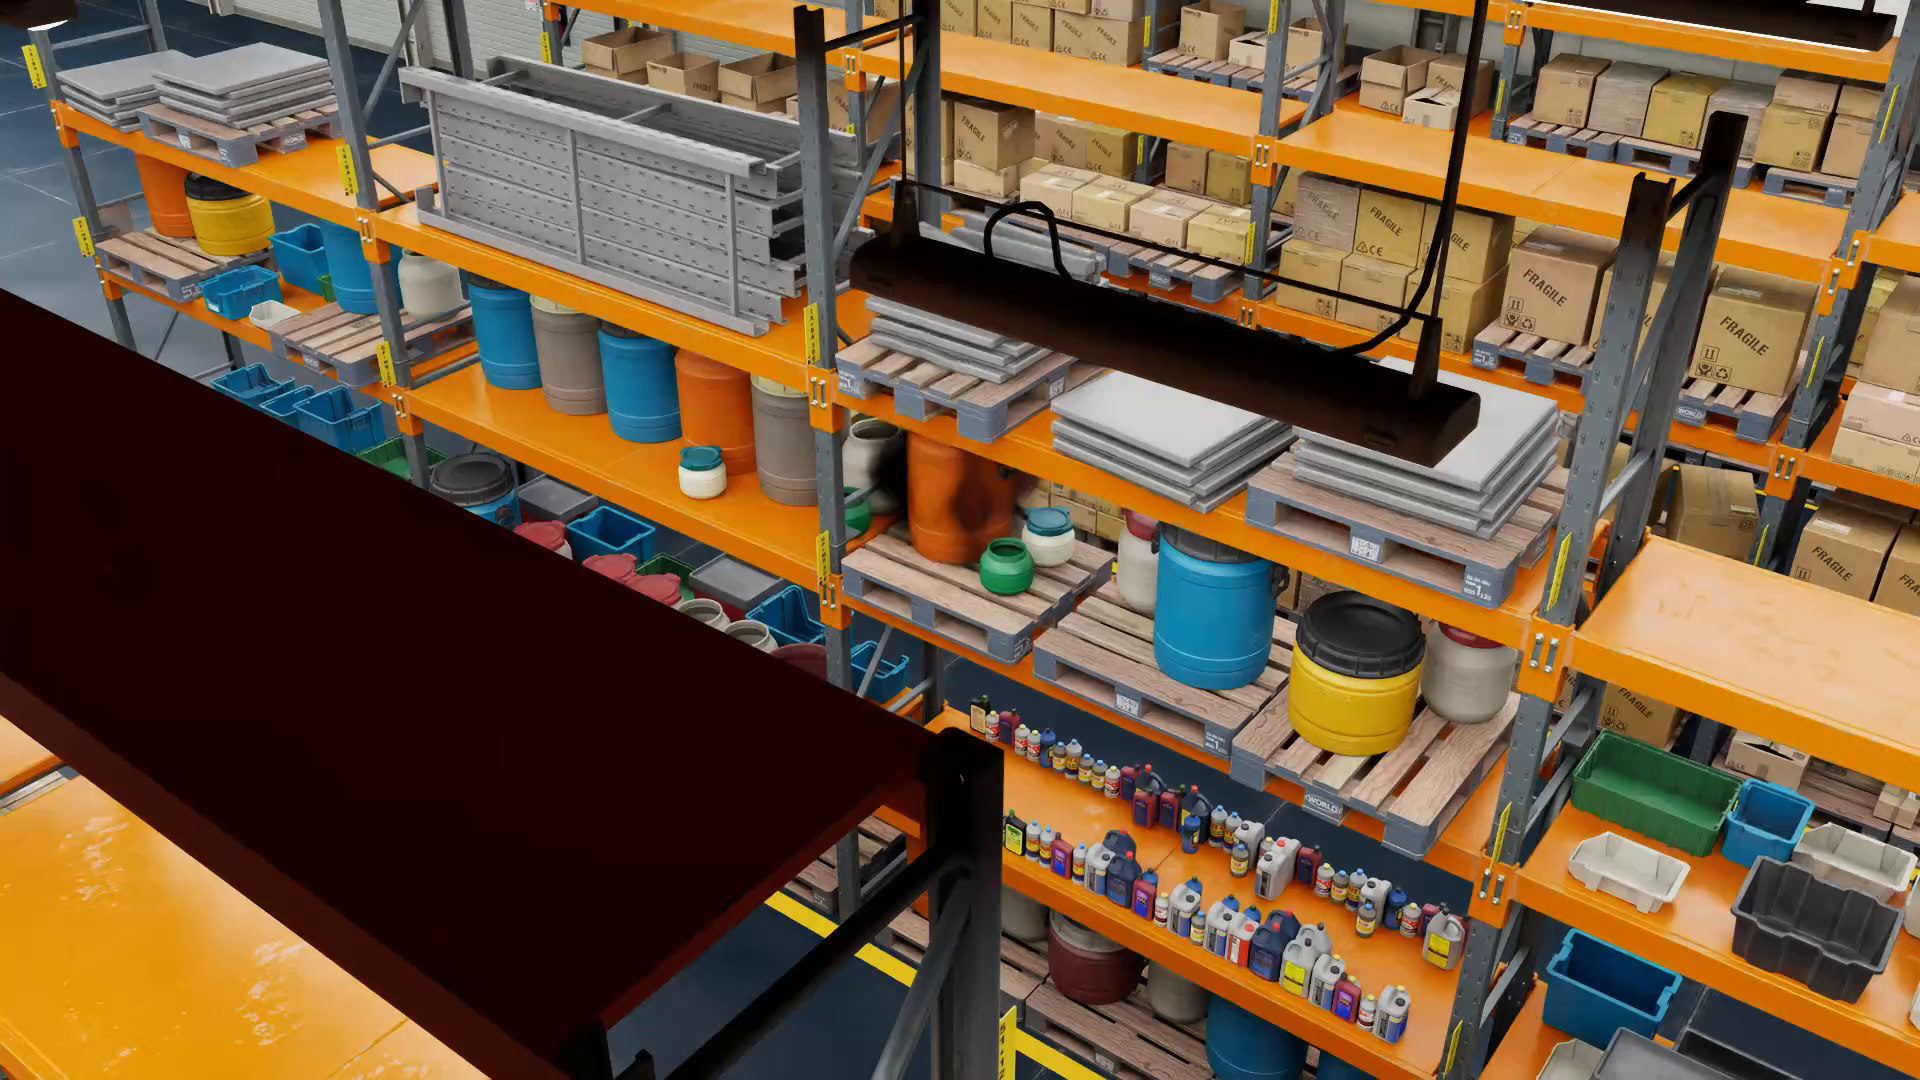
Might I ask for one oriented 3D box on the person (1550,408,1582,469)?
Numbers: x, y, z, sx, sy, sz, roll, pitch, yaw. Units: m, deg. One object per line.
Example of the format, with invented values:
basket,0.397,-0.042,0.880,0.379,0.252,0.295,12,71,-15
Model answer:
person,5.649,-0.944,15.149,0.560,1.806,0.416,16,35,24
